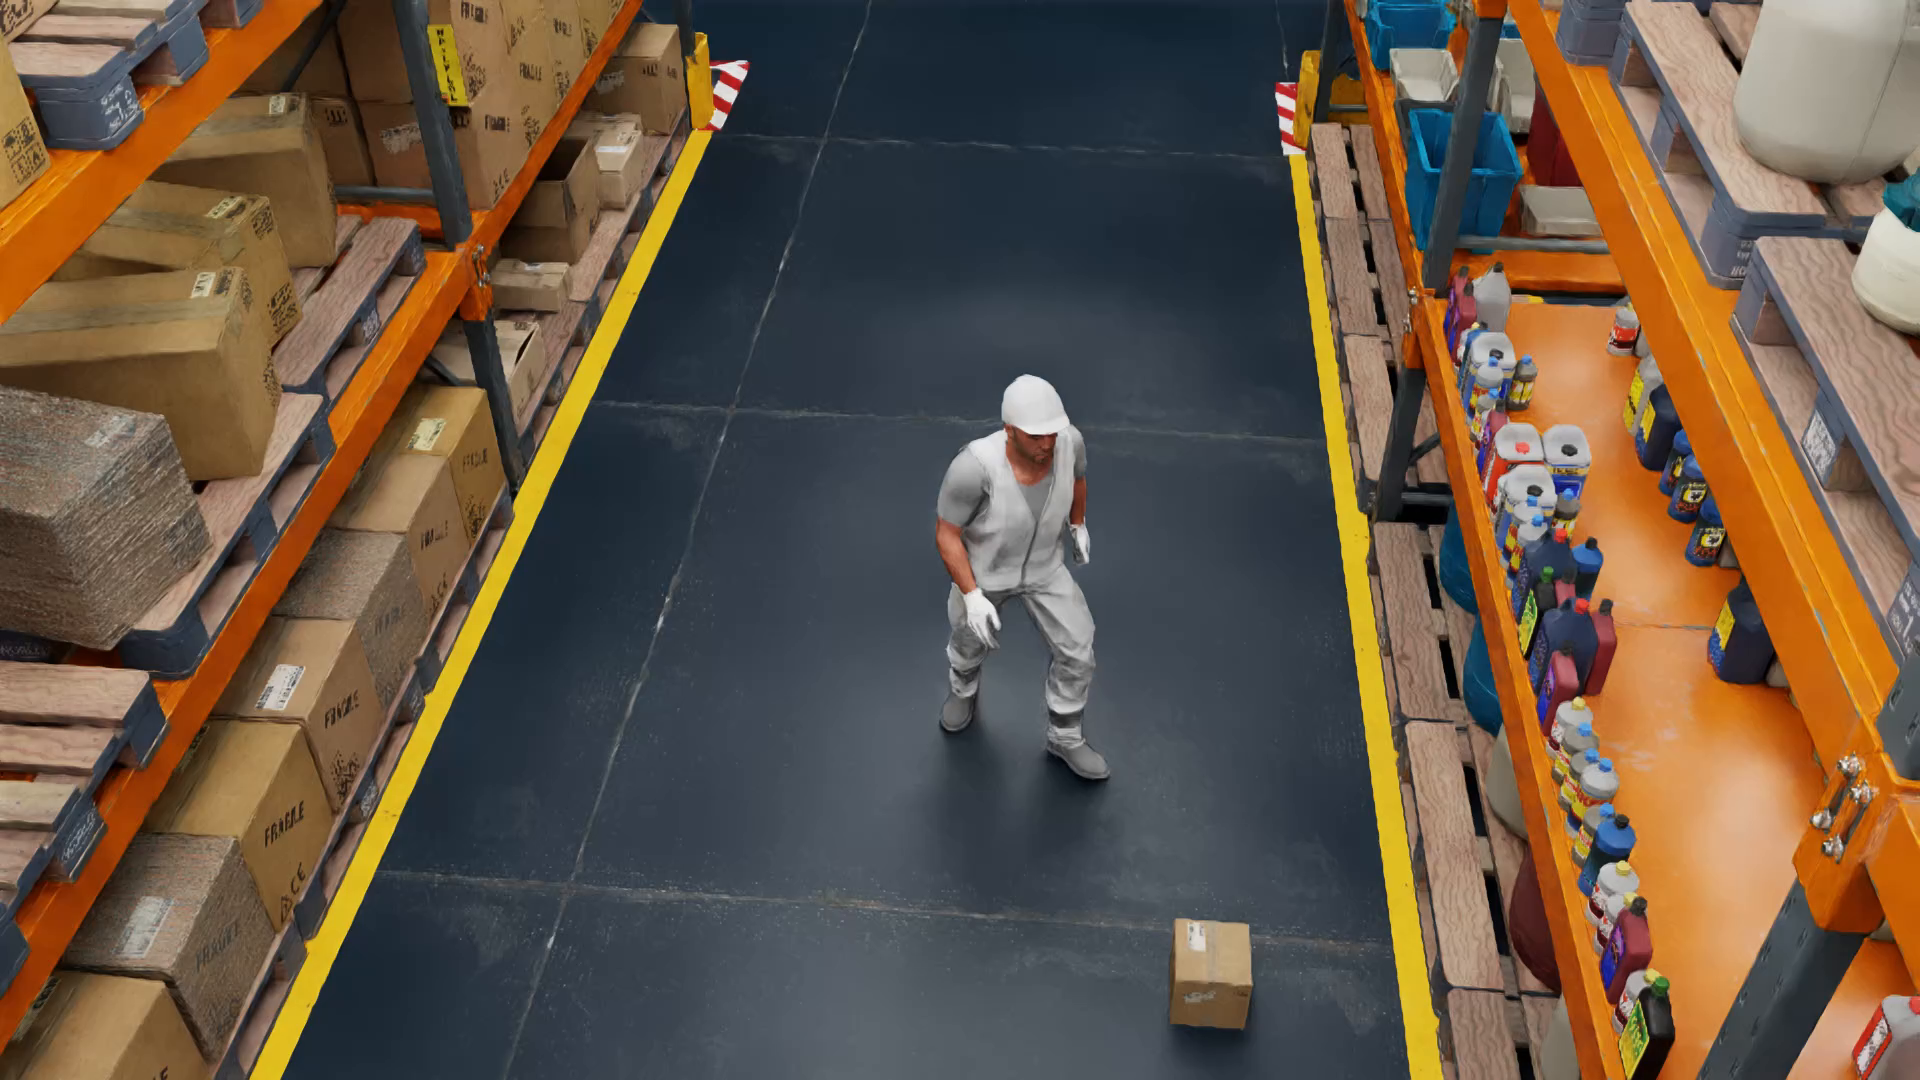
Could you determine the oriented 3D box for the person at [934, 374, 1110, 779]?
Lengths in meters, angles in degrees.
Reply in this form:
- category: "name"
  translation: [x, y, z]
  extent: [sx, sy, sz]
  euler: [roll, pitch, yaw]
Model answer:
- category: "person"
  translation: [0.215, 0.111, 6.015]
  extent: [0.660, 1.745, 0.719]
  euler: [-13, 41, -15]
